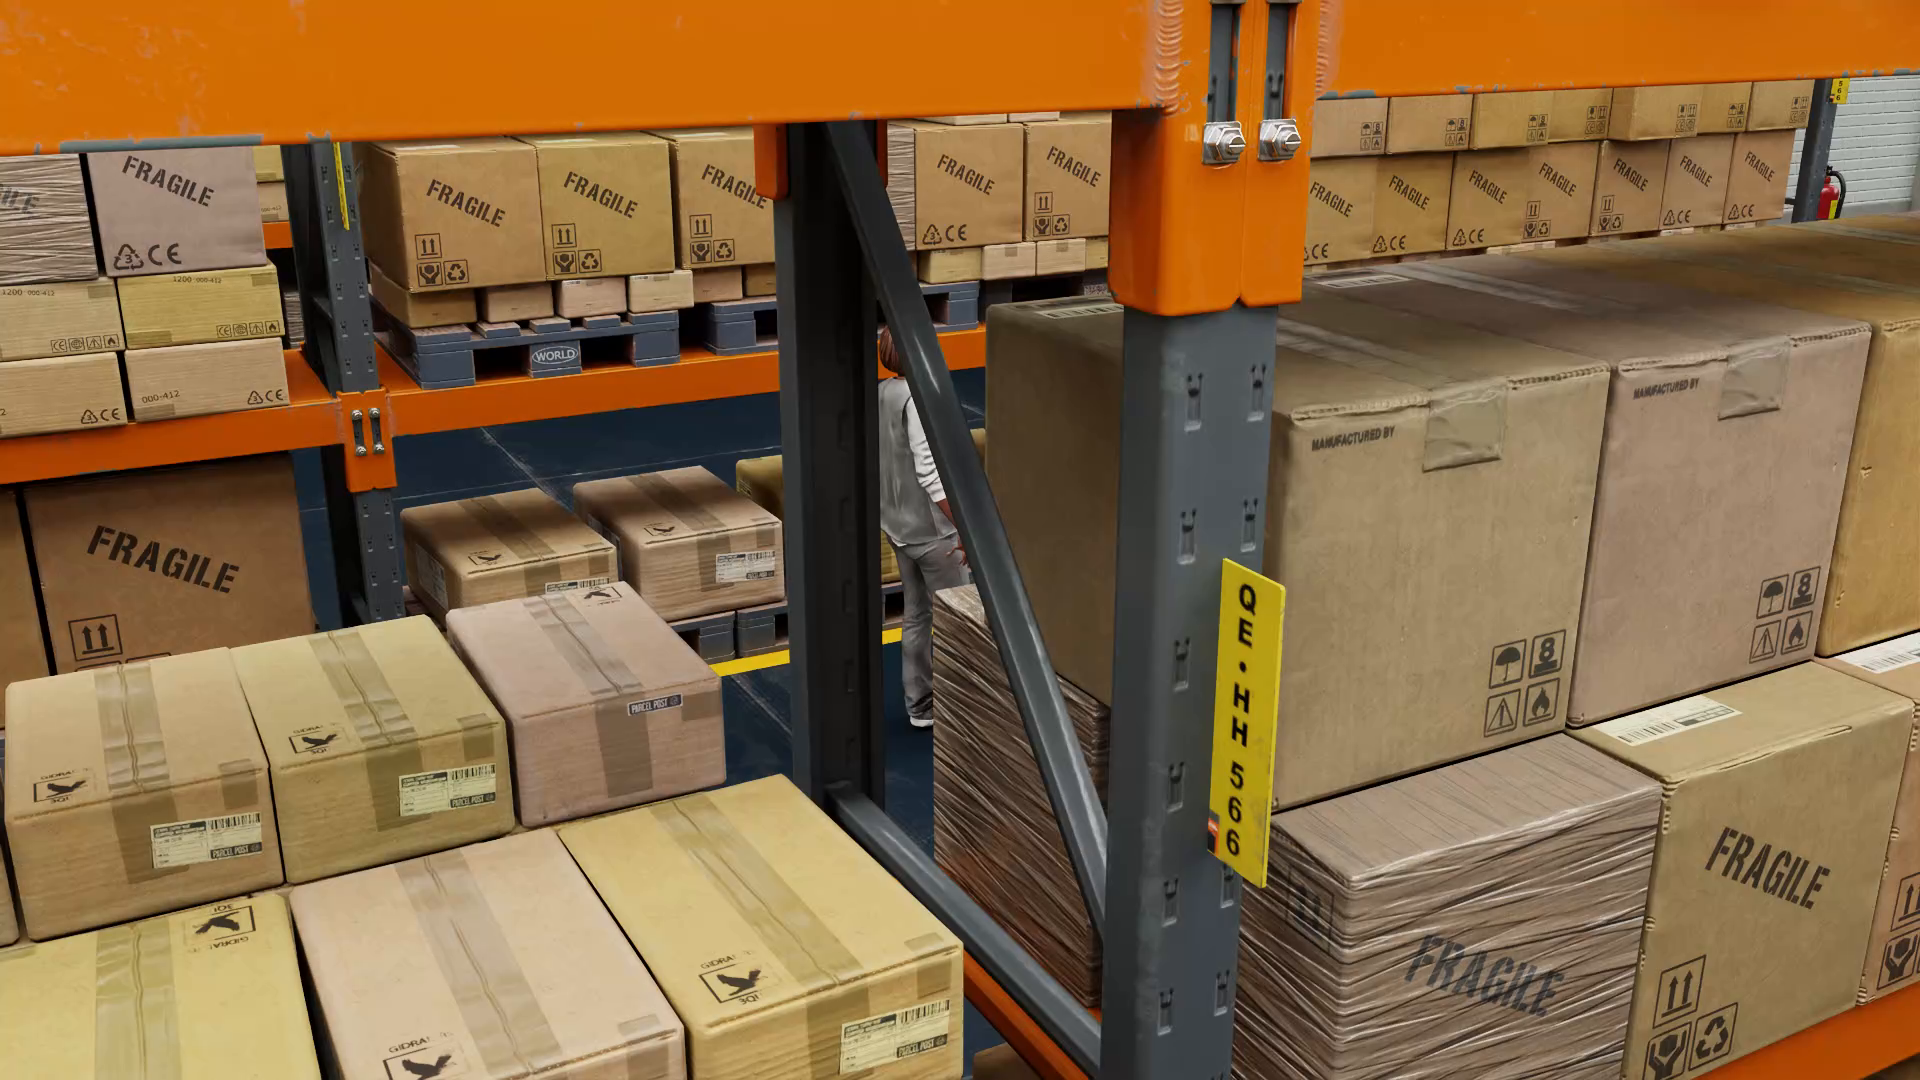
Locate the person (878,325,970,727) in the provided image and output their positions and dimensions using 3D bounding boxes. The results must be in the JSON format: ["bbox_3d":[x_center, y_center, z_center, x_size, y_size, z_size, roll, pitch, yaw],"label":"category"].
[{"bbox_3d":[-0.066,-0.048,6.191,0.475,1.596,0.520,-10,21,-27],"label":"person"}]
